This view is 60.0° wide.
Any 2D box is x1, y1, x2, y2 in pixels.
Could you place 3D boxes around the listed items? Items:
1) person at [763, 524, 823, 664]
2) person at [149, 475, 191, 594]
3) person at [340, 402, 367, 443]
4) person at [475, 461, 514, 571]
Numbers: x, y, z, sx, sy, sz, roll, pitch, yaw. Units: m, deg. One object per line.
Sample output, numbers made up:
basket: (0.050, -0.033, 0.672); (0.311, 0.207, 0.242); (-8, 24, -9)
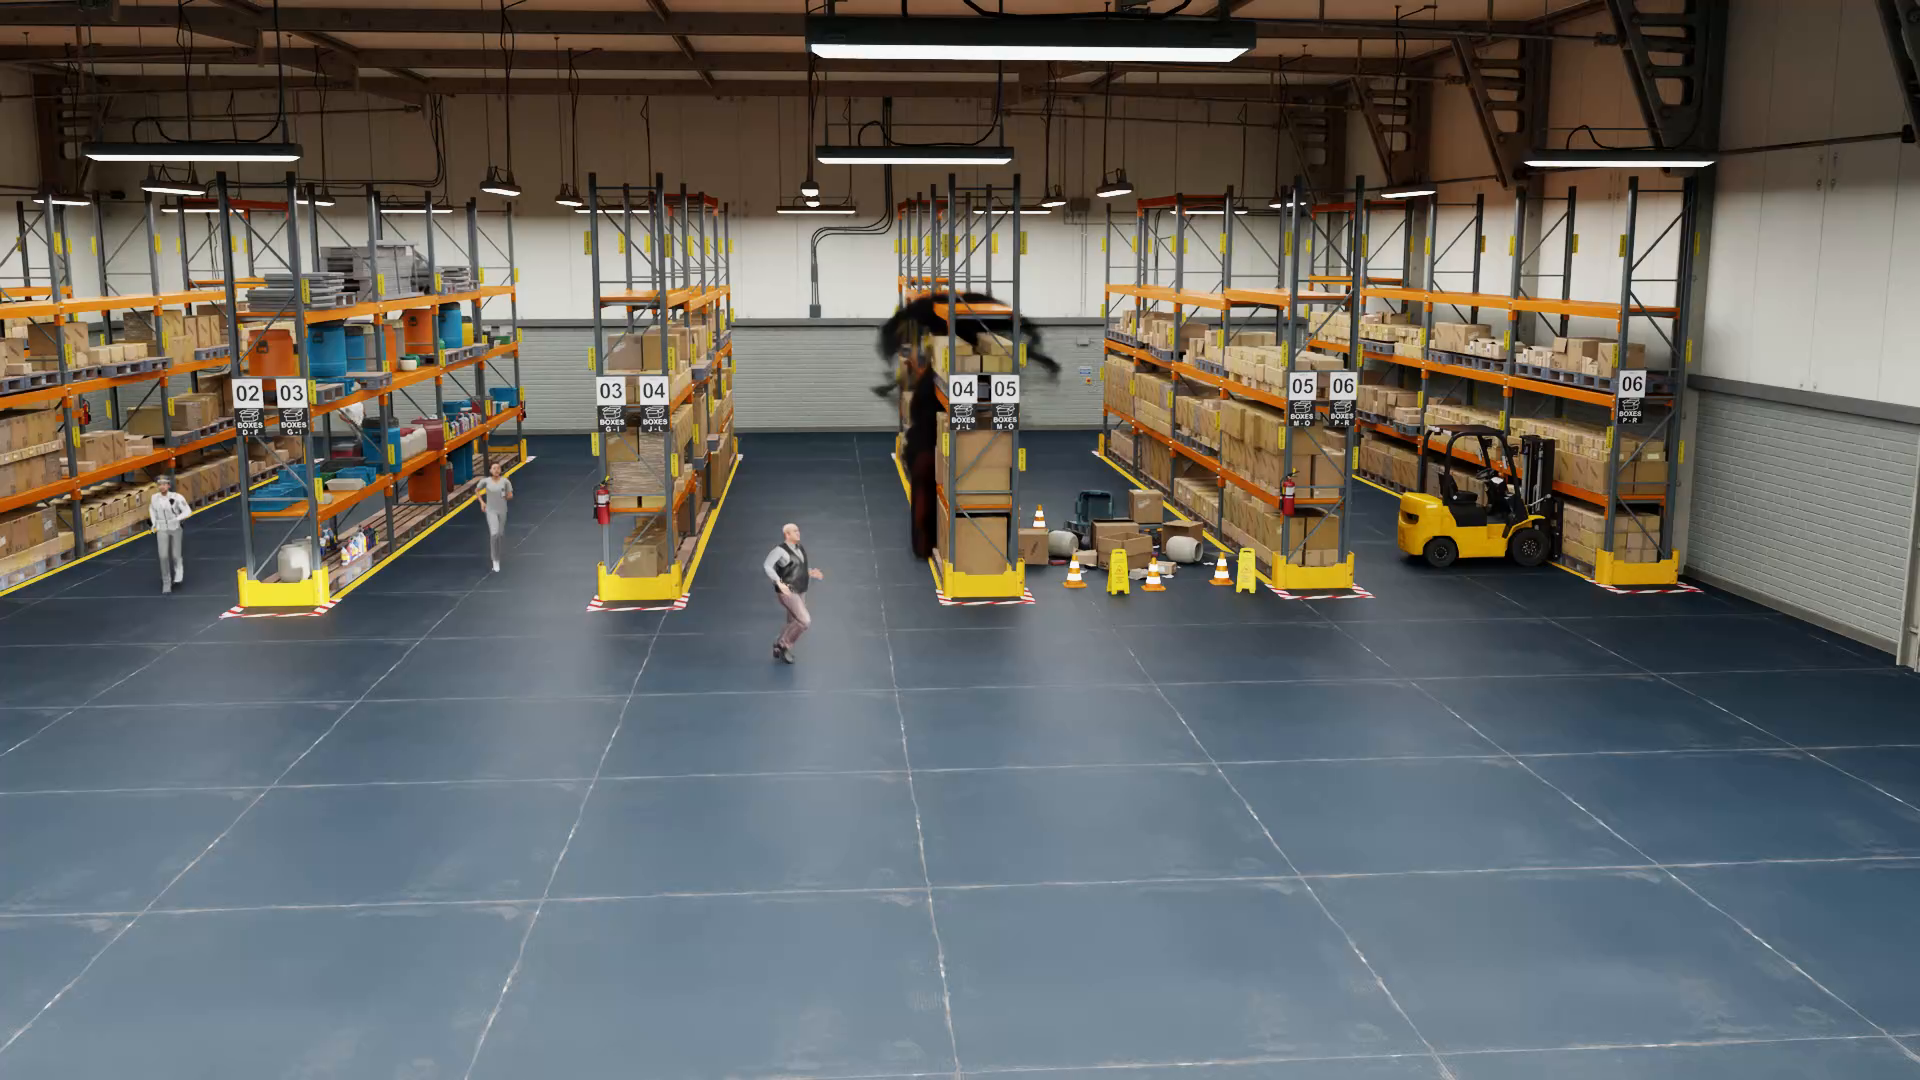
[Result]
person: (-2.004, 0.649, 20.124); (0.675, 1.702, 0.634); (4, 11, 23)
person: (-11.622, -0.119, 24.508); (0.605, 1.745, 0.760); (-3, 10, -15)
person: (-14.457, -2.779, 39.638); (0.602, 1.674, 0.736); (6, 12, 31)
person: (-7.291, -0.394, 26.150); (0.545, 1.722, 0.758); (-6, 12, -31)
